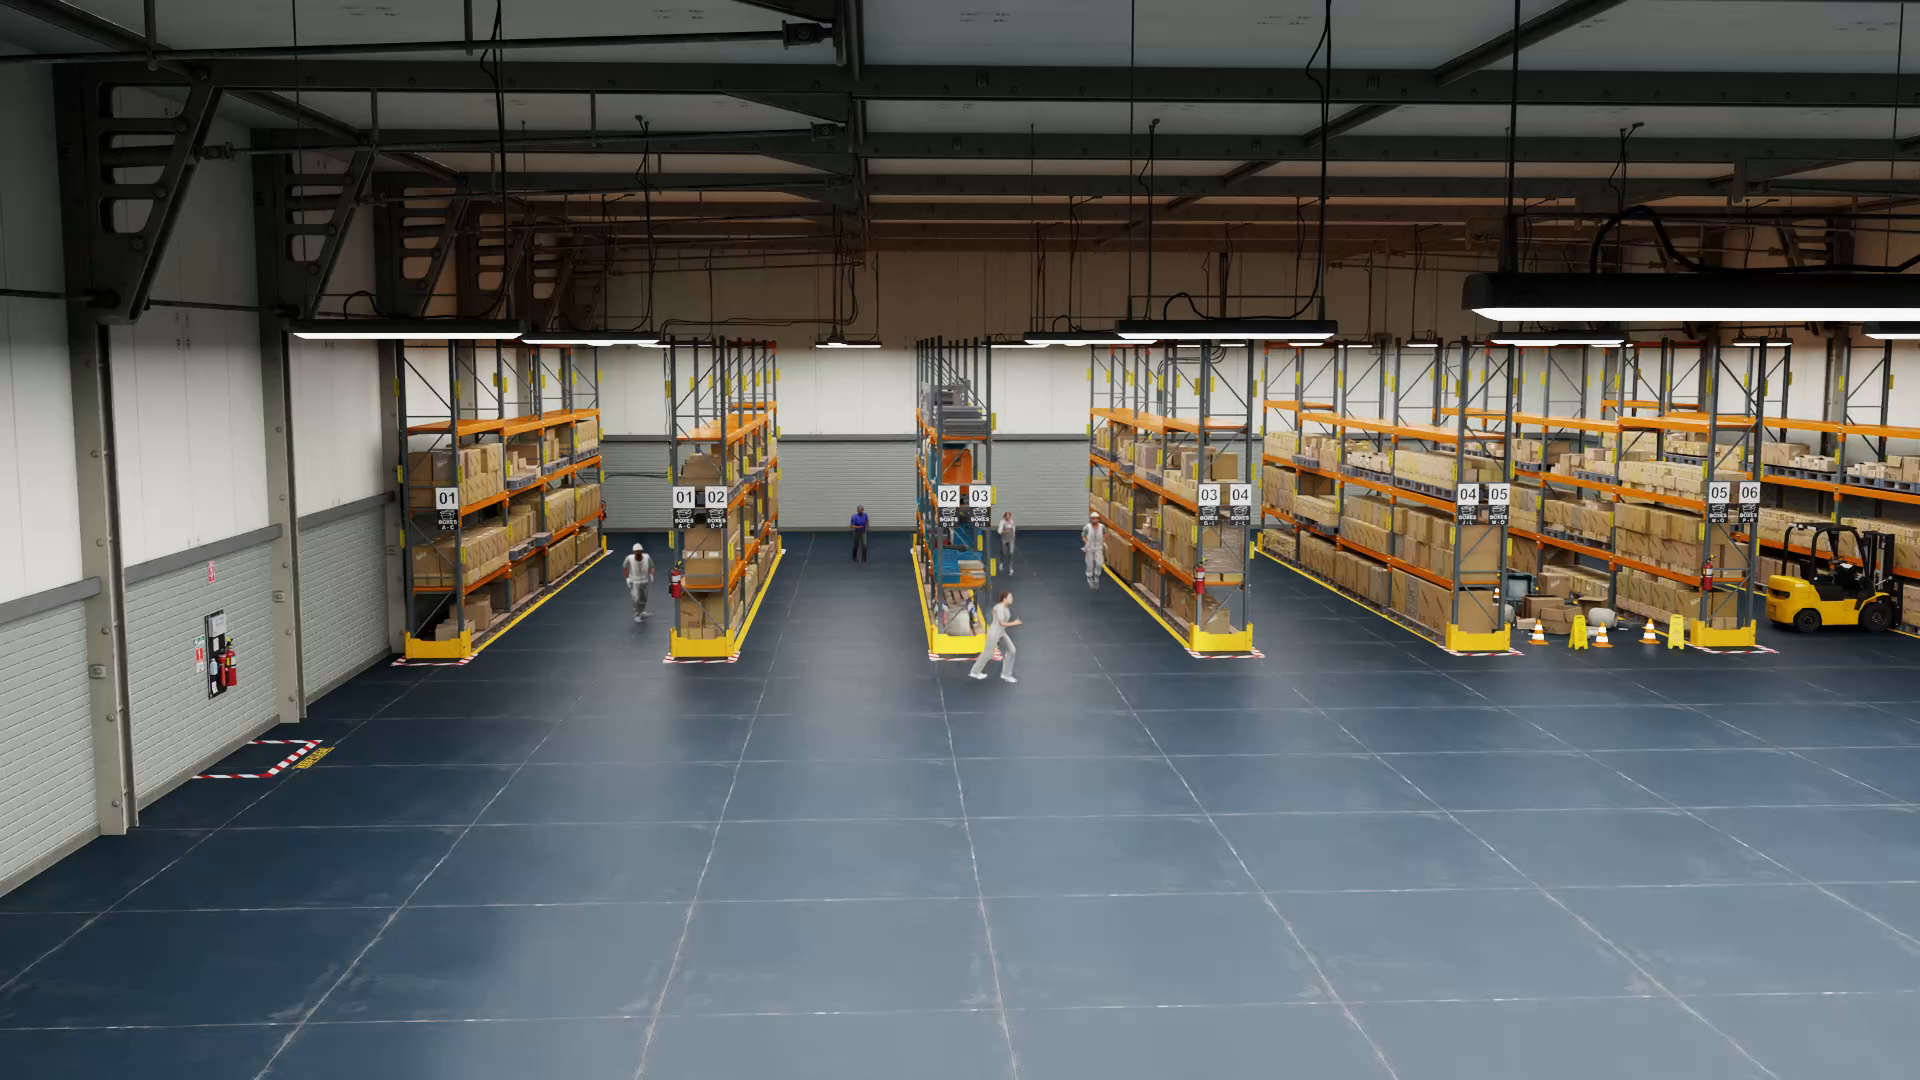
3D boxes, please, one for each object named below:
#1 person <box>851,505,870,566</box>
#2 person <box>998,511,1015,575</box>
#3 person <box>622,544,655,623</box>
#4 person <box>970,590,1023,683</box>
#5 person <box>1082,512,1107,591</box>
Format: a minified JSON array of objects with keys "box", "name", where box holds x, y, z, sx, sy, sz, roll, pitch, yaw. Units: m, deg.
[{"box":[-2.686,-0.133,44.601,0.586,1.624,0.958,-2,7,-17],"name":"person"},{"box":[1.197,0.053,42.733,0.532,1.609,0.861,-2,7,-16],"name":"person"},{"box":[-6.783,0.892,35.207,0.707,1.695,0.915,-4,8,-30],"name":"person"},{"box":[0.633,1.662,28.721,0.951,1.638,0.561,2,7,21],"name":"person"},{"box":[3.090,0.257,38.087,0.606,1.814,0.760,0,7,-3],"name":"person"}]
